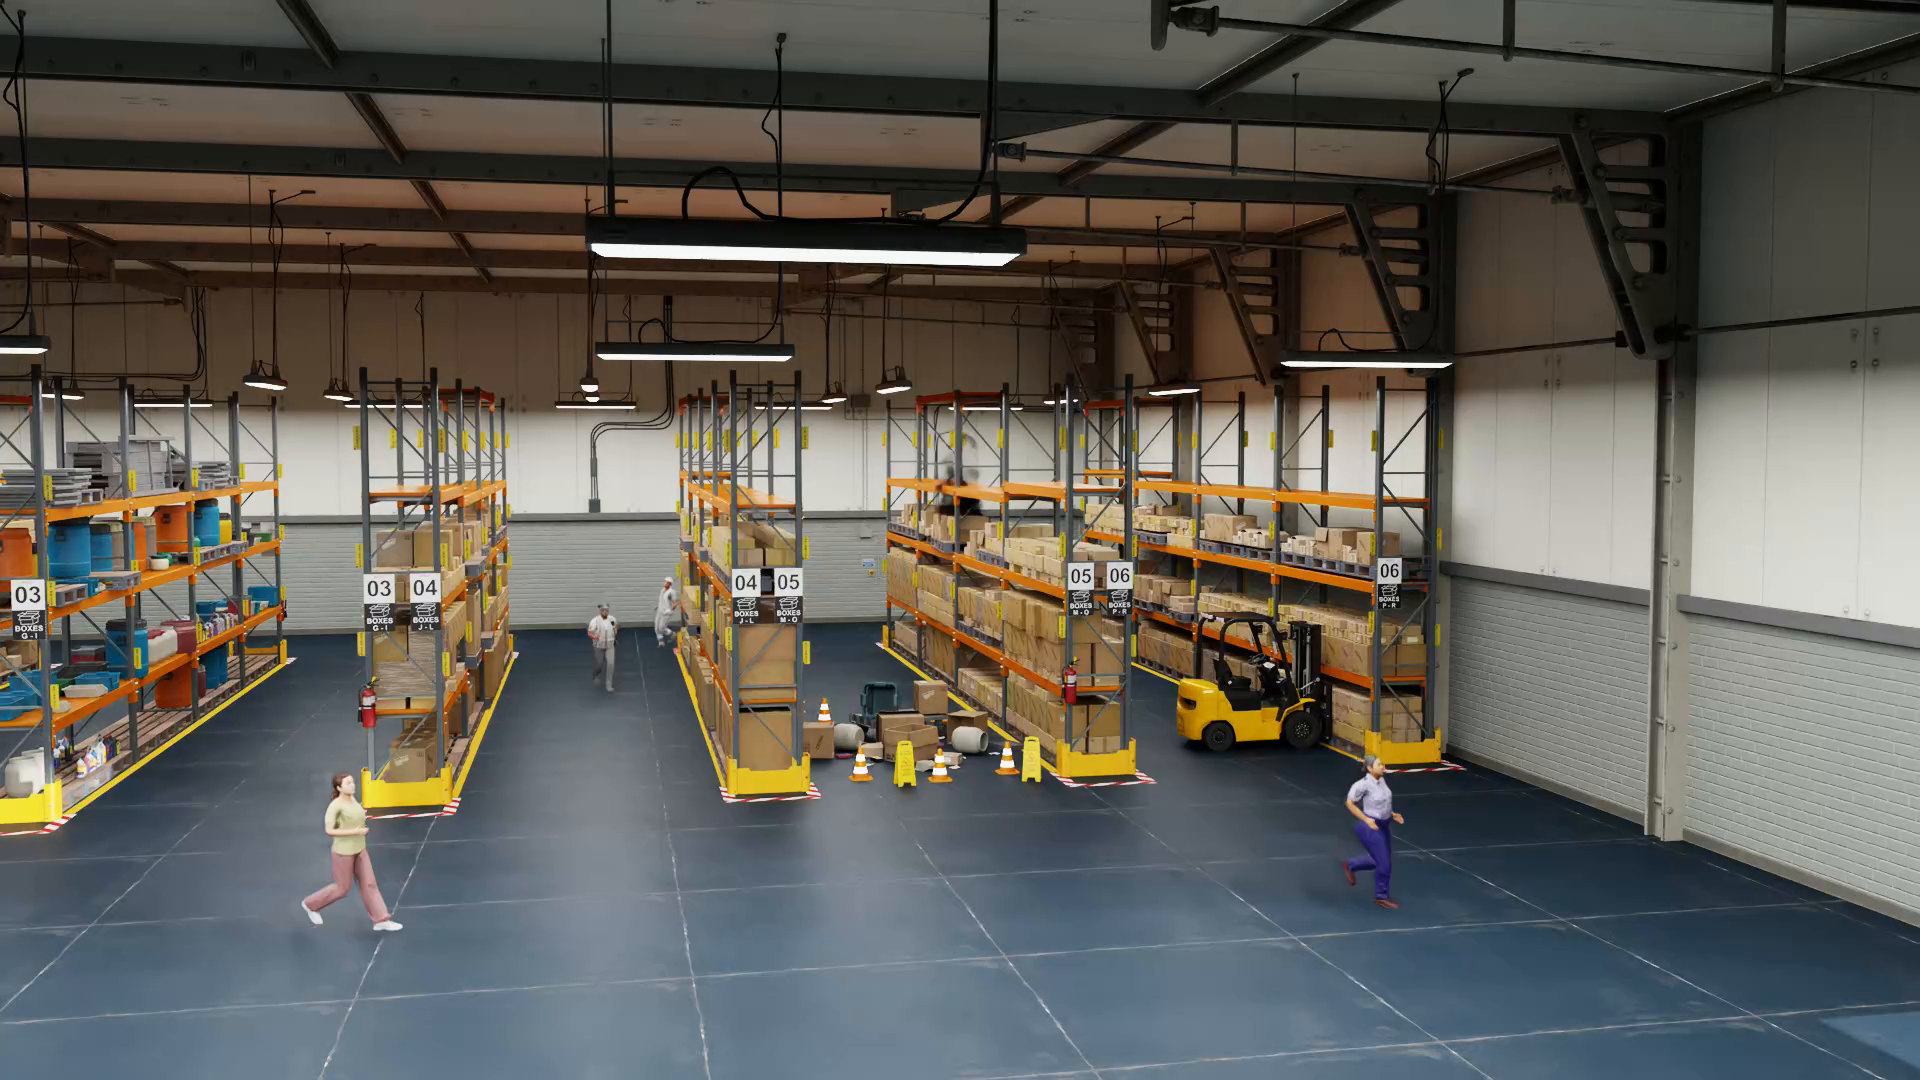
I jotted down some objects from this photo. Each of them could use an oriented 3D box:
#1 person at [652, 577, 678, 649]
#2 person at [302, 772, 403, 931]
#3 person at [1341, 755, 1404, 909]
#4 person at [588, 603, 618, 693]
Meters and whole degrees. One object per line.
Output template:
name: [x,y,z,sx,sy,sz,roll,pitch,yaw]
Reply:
person: [-7.049,1.756,40.091,0.715,1.743,0.603,3,5,42]
person: [-6.148,3.142,16.804,1.076,1.611,0.588,1,4,15]
person: [4.444,3.141,18.018,0.724,1.624,0.607,3,4,41]
person: [-7.180,2.136,33.482,0.648,1.778,0.922,-2,4,-25]
